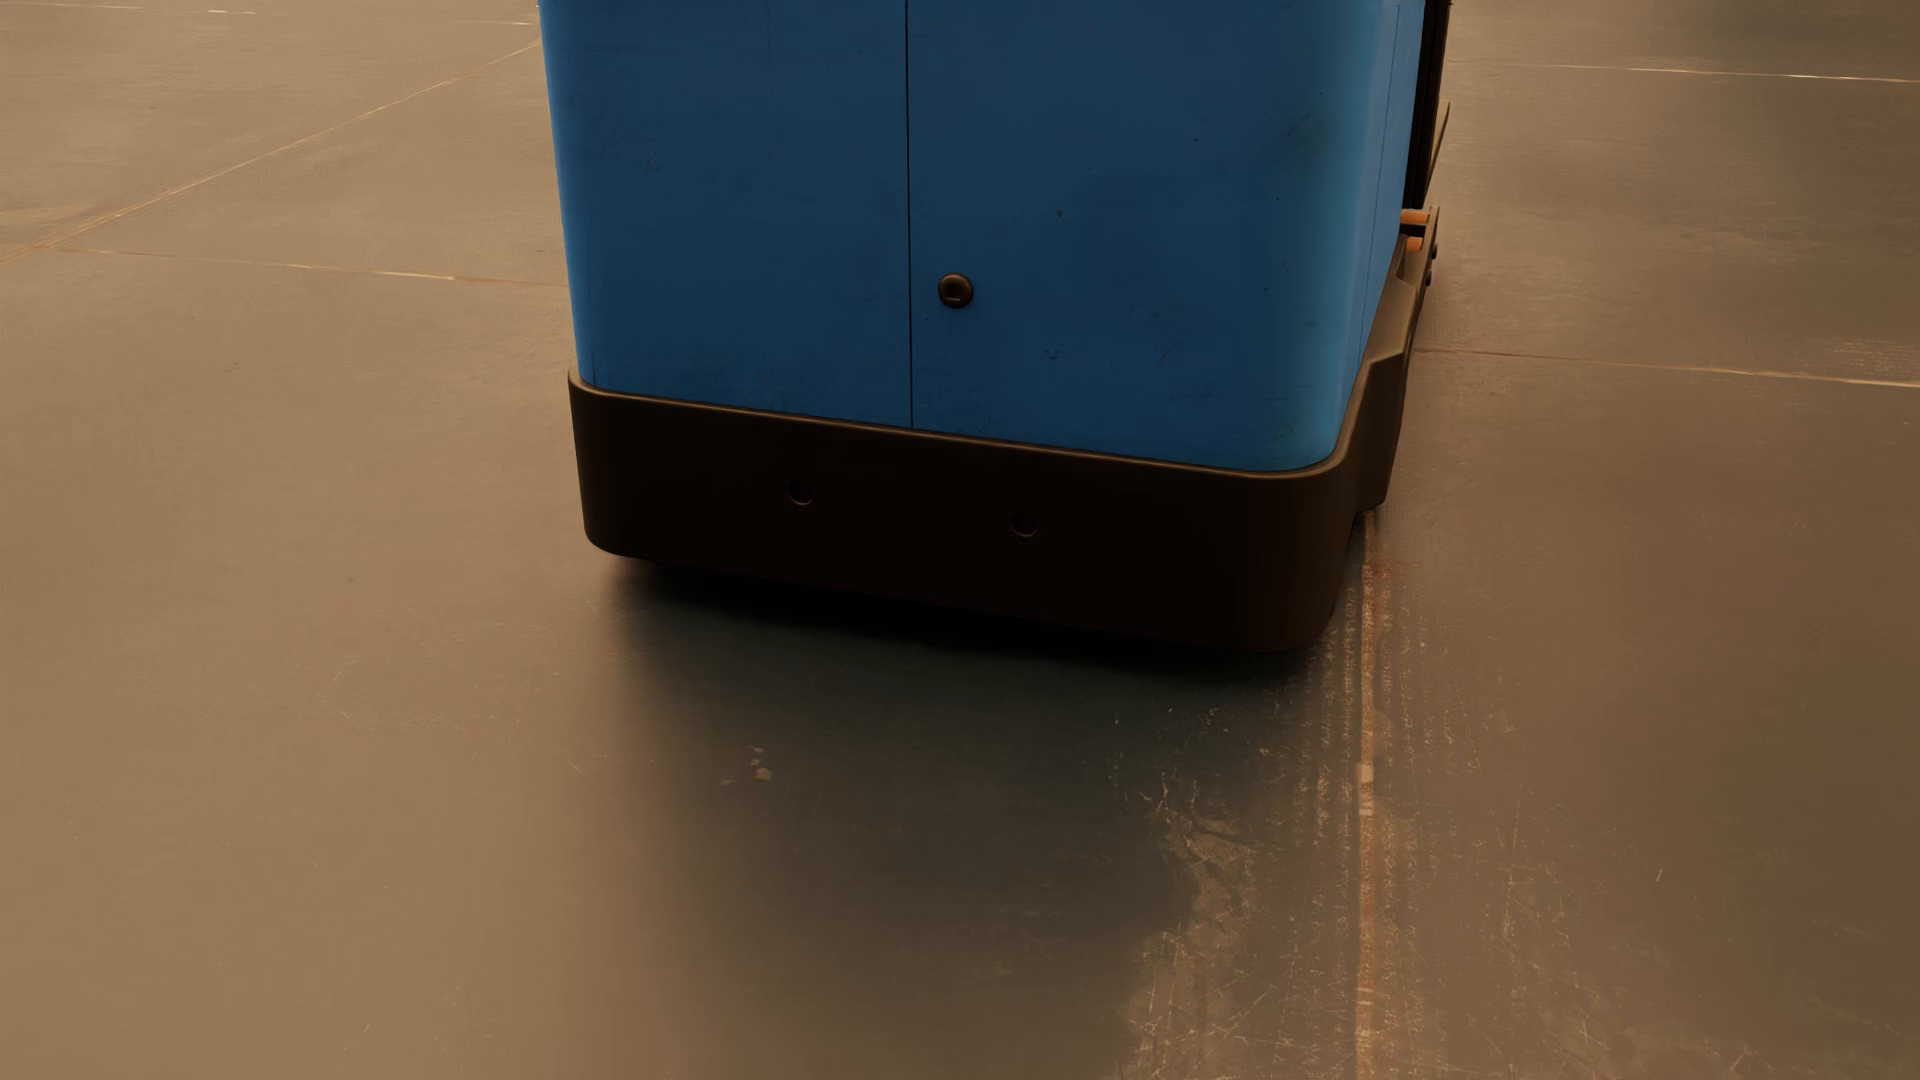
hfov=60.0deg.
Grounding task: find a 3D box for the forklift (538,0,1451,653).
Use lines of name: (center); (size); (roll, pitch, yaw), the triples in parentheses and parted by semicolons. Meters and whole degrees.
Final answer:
forklift: (0.398, -1.813, 2.839); (1.130, 2.935, 3.031); (8, 28, 16)
